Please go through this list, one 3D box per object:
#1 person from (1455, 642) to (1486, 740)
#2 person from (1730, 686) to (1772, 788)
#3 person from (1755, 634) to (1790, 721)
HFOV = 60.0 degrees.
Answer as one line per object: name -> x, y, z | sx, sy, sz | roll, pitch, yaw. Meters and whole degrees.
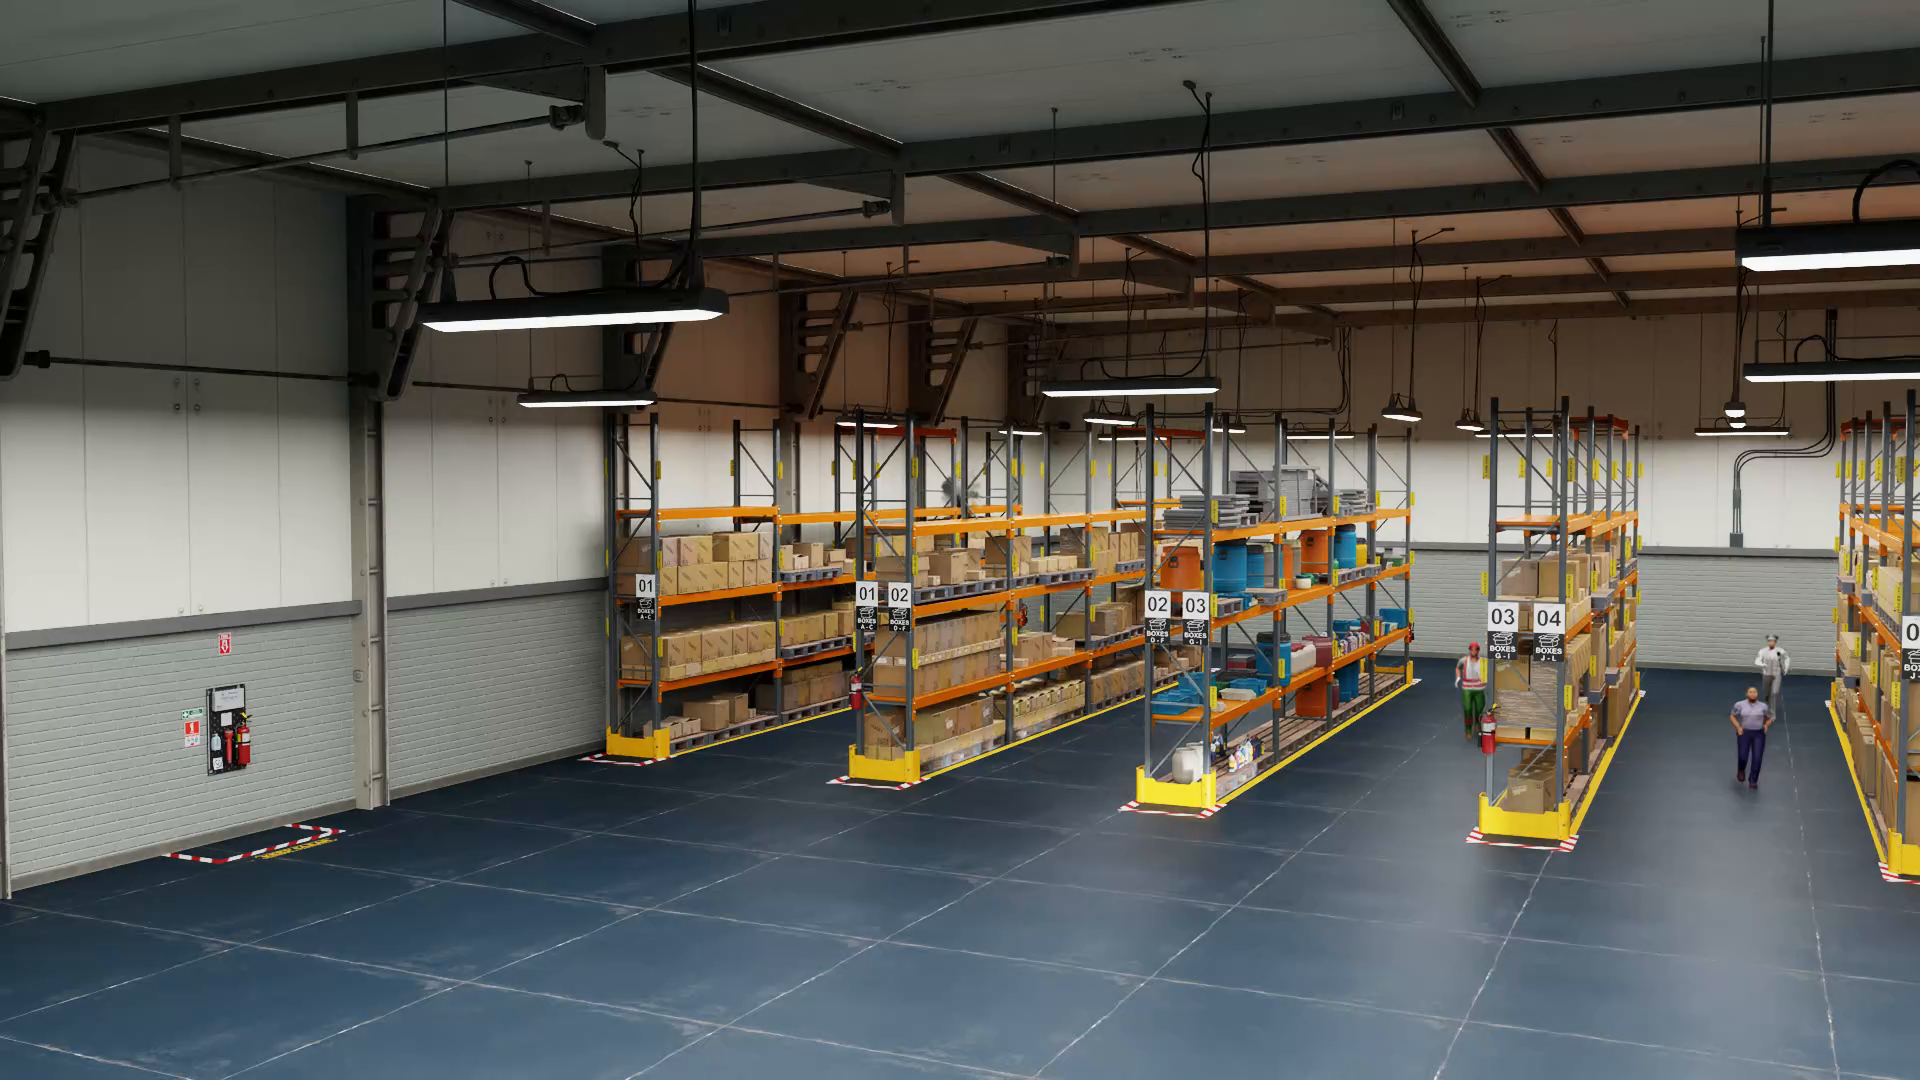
person -> 9.529, 2.780, 30.848 | 0.659, 1.772, 0.982 | 1, 3, 19
person -> 12.472, 3.099, 26.199 | 0.603, 1.597, 0.568 | 1, 3, 19
person -> 16.386, 2.745, 33.545 | 0.623, 1.718, 0.936 | 1, 3, 28
